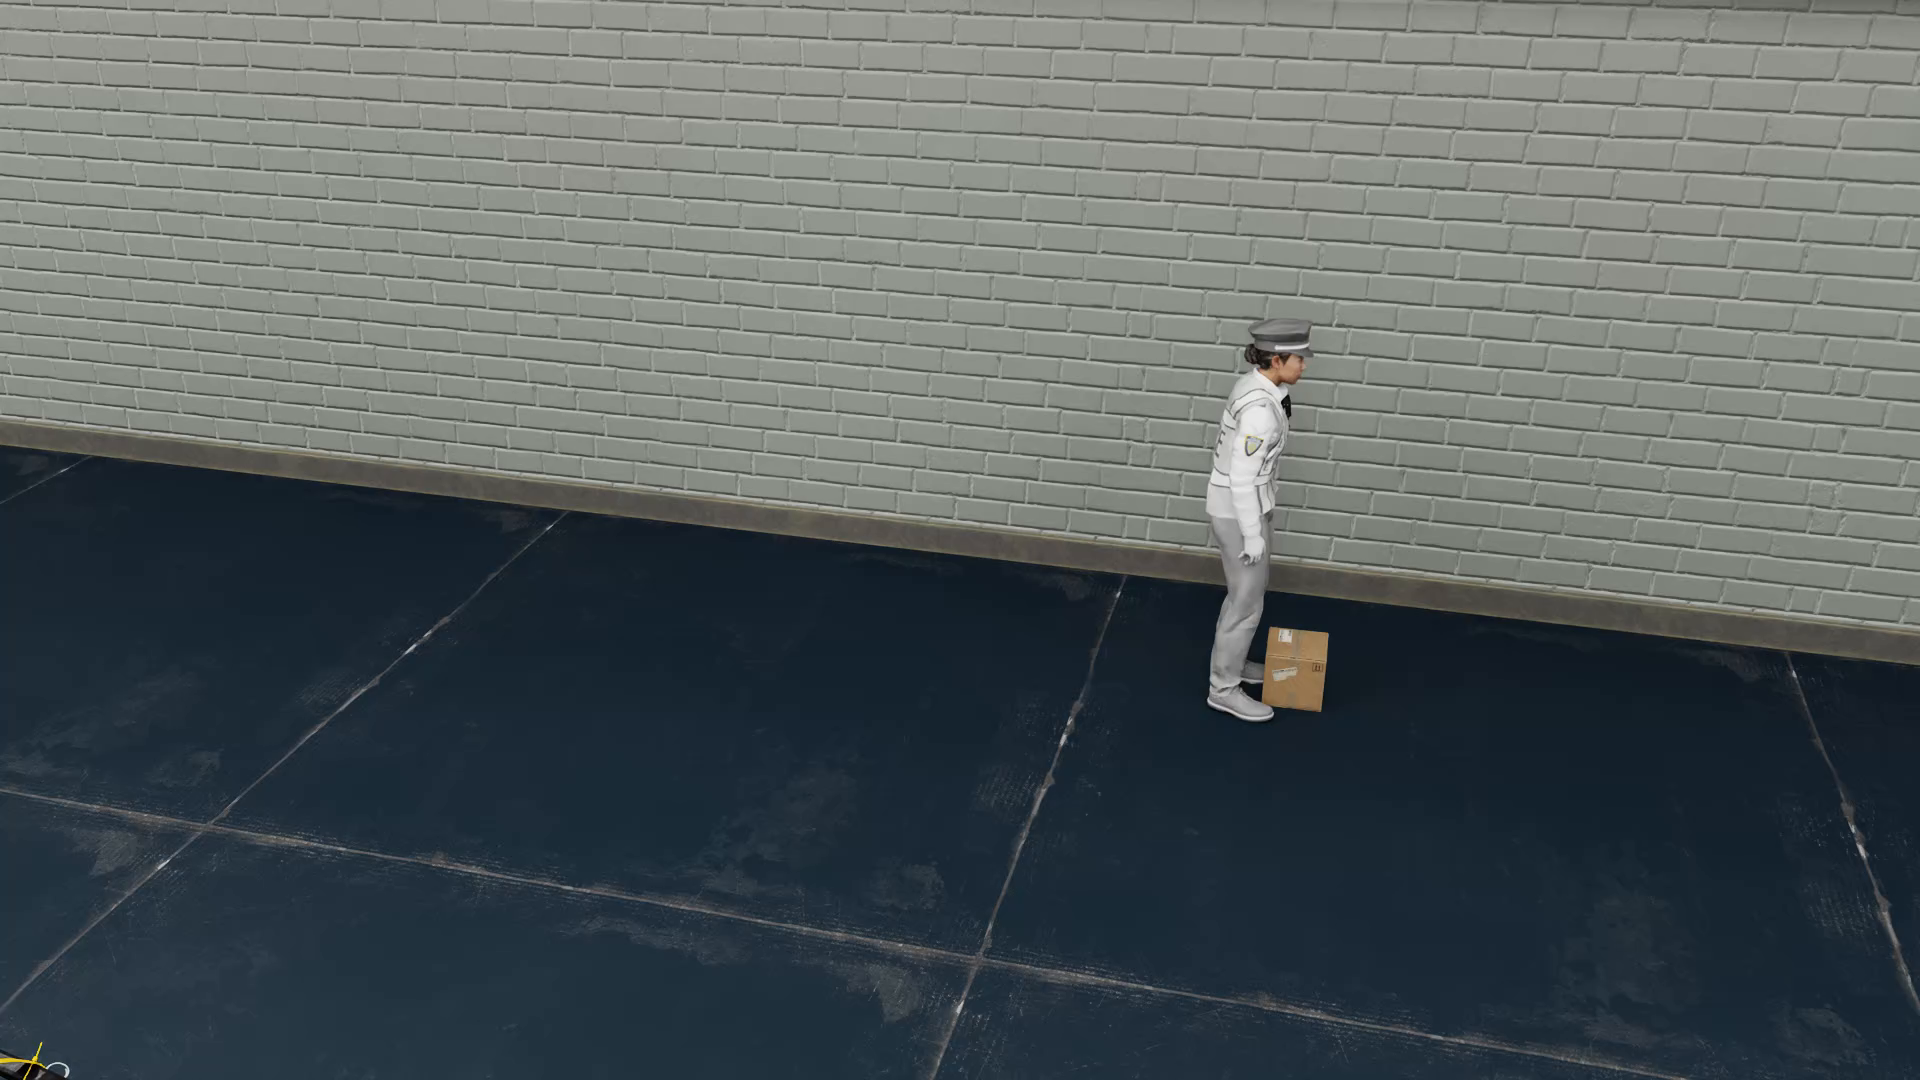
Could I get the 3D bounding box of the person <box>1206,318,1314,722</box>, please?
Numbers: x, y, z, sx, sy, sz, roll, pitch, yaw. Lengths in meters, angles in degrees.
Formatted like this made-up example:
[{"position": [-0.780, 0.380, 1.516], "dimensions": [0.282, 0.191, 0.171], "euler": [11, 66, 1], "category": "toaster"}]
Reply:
[{"position": [1.196, -0.105, 6.825], "dimensions": [0.377, 1.663, 0.530], "euler": [6, 26, 13], "category": "person"}]
